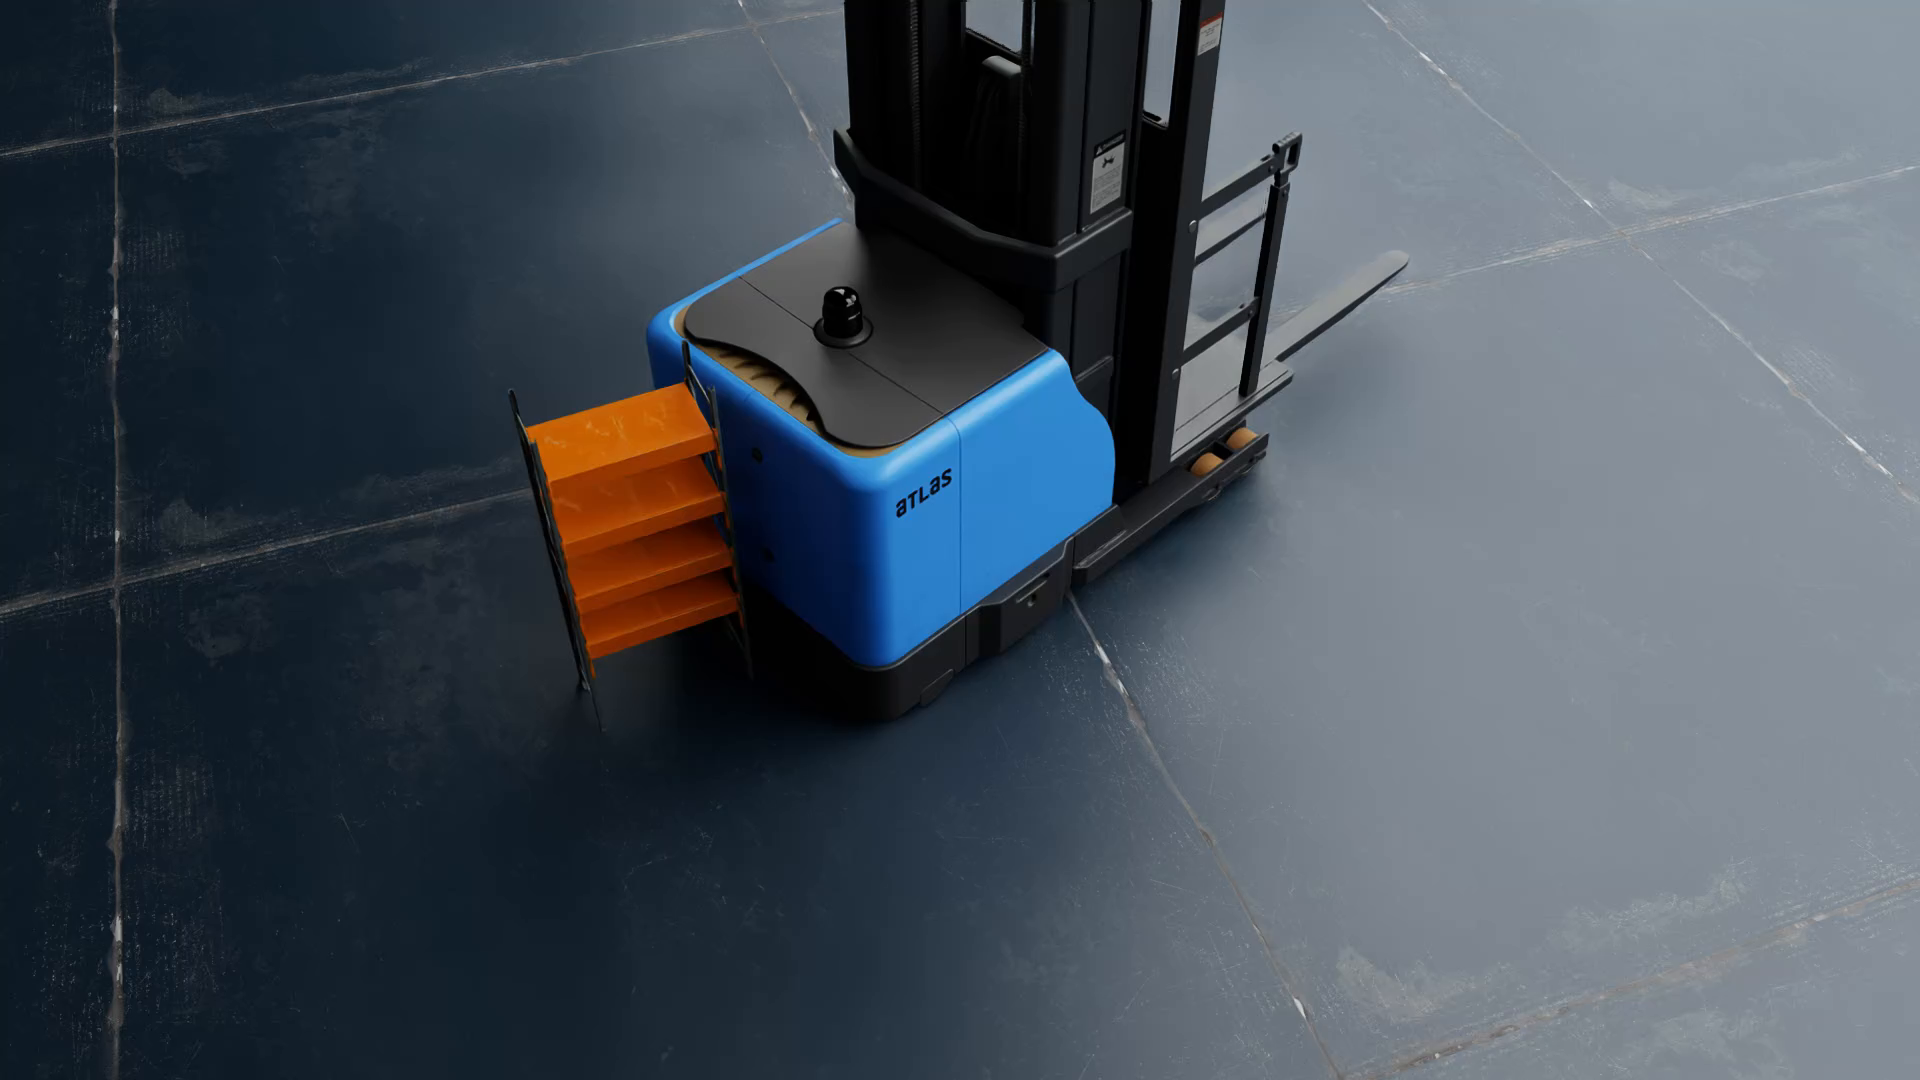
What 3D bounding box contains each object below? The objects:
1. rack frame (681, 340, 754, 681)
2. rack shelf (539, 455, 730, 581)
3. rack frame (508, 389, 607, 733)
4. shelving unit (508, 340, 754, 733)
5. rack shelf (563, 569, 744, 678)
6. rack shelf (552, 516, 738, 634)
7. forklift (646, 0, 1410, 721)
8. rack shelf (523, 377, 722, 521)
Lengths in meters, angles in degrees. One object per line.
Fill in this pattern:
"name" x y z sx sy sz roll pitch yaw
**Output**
"rack frame" -0.714 -0.053 4.956 0.015 1.200 0.240 -19 48 -18
"rack shelf" -0.934 -0.089 4.771 0.480 0.148 0.258 -19 48 -18
"rack frame" -1.154 0.096 4.807 0.015 1.200 0.240 -19 48 -18
"shelving unit" -0.934 0.021 4.882 0.503 1.200 0.258 -19 48 -18
"rack shelf" -0.934 0.209 5.070 0.480 0.148 0.258 -19 48 -18
"rack shelf" -0.934 0.069 4.929 0.480 0.148 0.258 -19 48 -18
"forklift" 0.460 -1.412 5.088 3.031 2.935 1.130 -35 55 -30
"rack shelf" -0.934 -0.256 4.603 0.480 0.148 0.258 -19 48 -18
